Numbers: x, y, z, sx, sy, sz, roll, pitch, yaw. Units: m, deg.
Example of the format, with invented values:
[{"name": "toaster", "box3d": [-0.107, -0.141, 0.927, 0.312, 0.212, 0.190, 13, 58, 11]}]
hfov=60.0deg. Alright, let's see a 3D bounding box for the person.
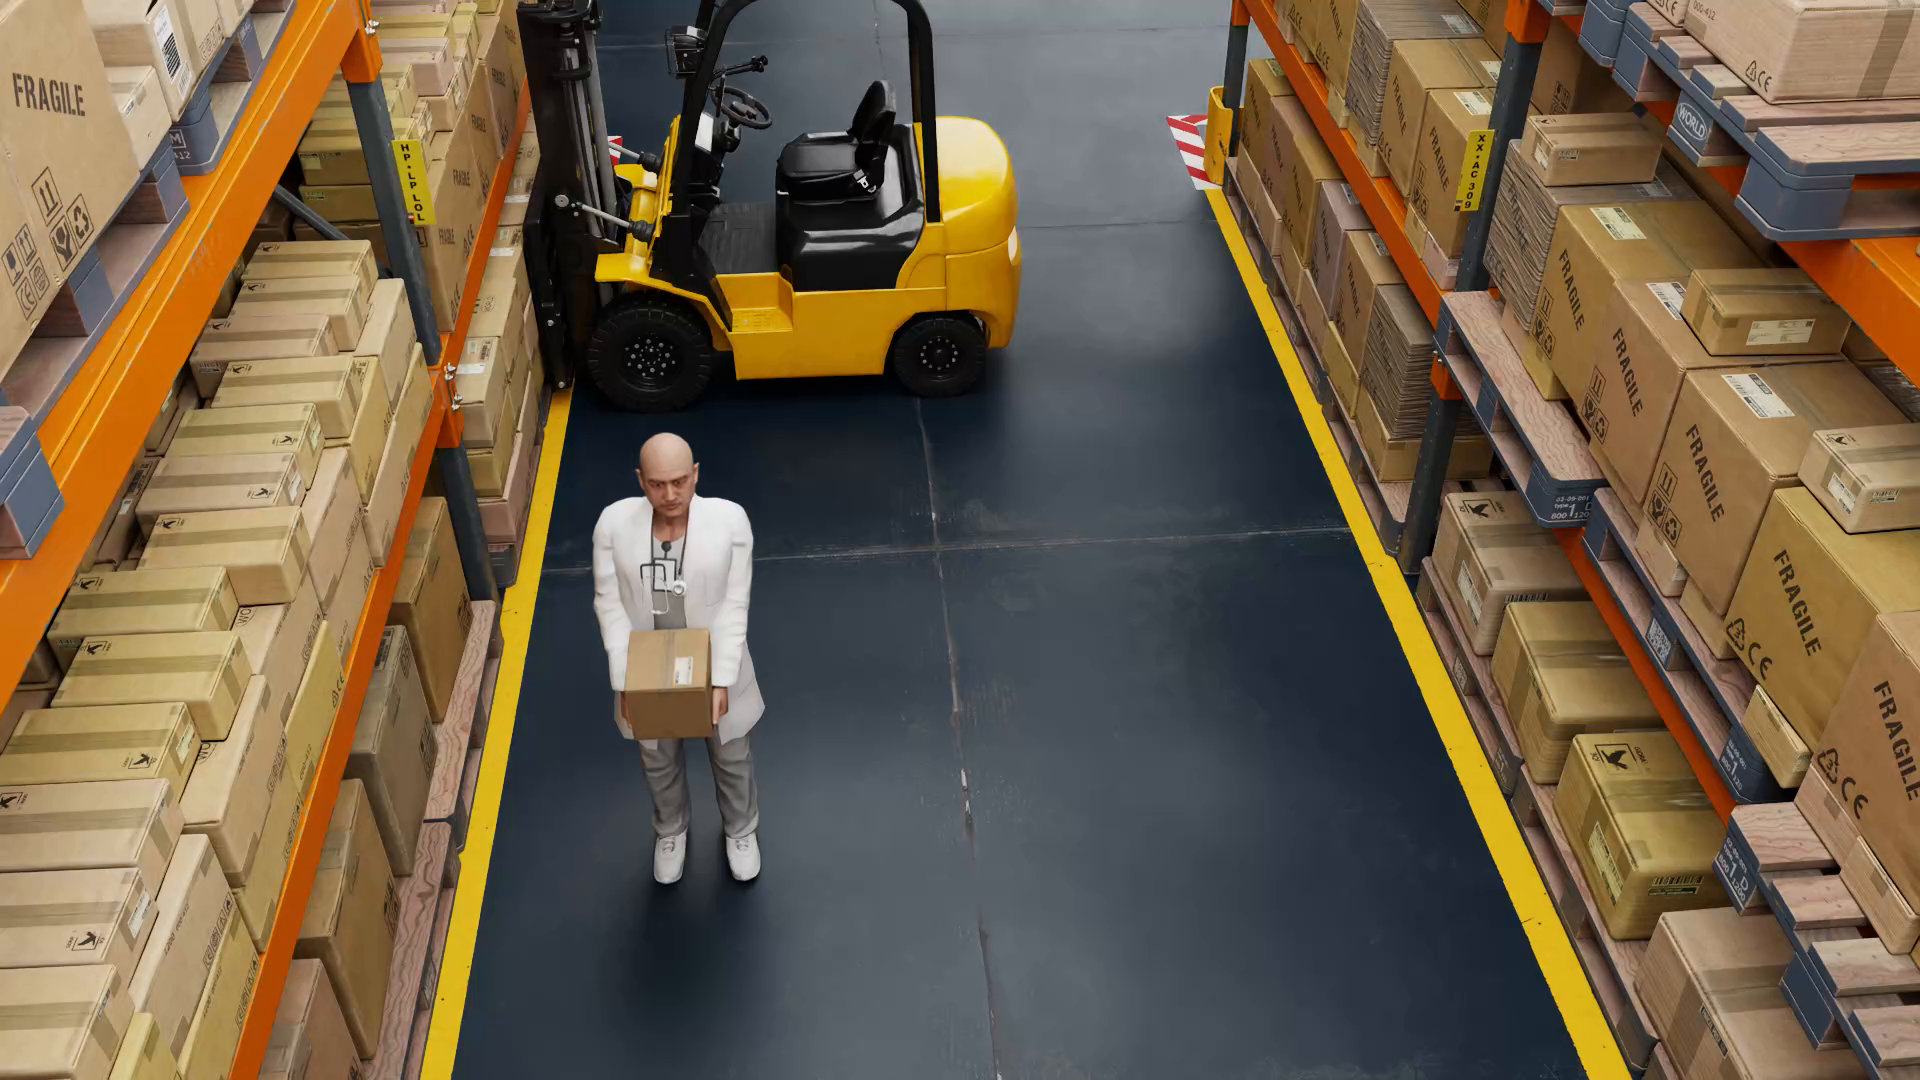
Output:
[{"name": "person", "box3d": [-0.922, 0.486, 5.560, 0.529, 1.768, 0.555, -2, 39, -3]}]
